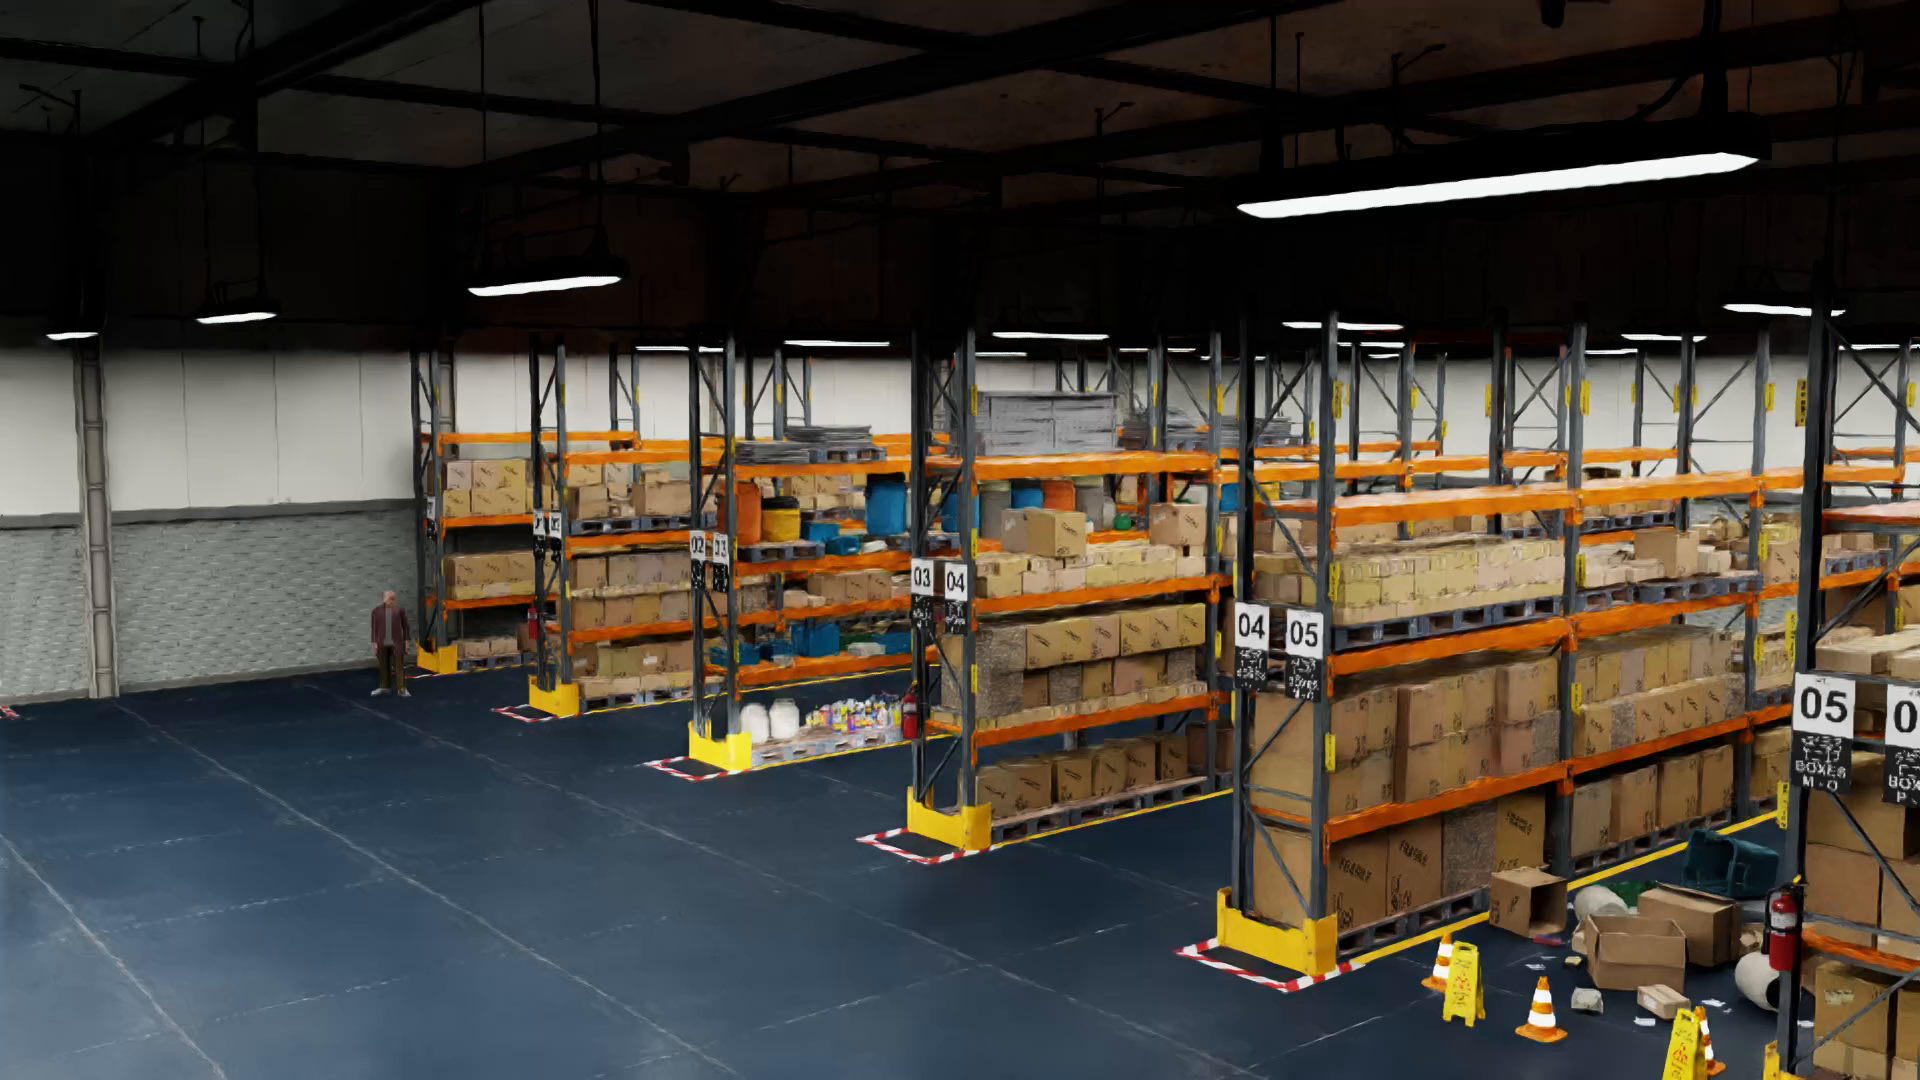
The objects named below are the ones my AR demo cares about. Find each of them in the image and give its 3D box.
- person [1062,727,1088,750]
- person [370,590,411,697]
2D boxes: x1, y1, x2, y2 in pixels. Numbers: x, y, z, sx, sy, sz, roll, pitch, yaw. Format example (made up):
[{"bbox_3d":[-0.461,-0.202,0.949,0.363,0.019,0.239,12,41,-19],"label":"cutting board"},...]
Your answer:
[{"bbox_3d":[1.531,2.217,22.210,0.647,1.768,0.587,-2,6,-20],"label":"person"},{"bbox_3d":[-9.497,1.711,27.687,0.677,1.778,0.526,-1,5,-11],"label":"person"}]
